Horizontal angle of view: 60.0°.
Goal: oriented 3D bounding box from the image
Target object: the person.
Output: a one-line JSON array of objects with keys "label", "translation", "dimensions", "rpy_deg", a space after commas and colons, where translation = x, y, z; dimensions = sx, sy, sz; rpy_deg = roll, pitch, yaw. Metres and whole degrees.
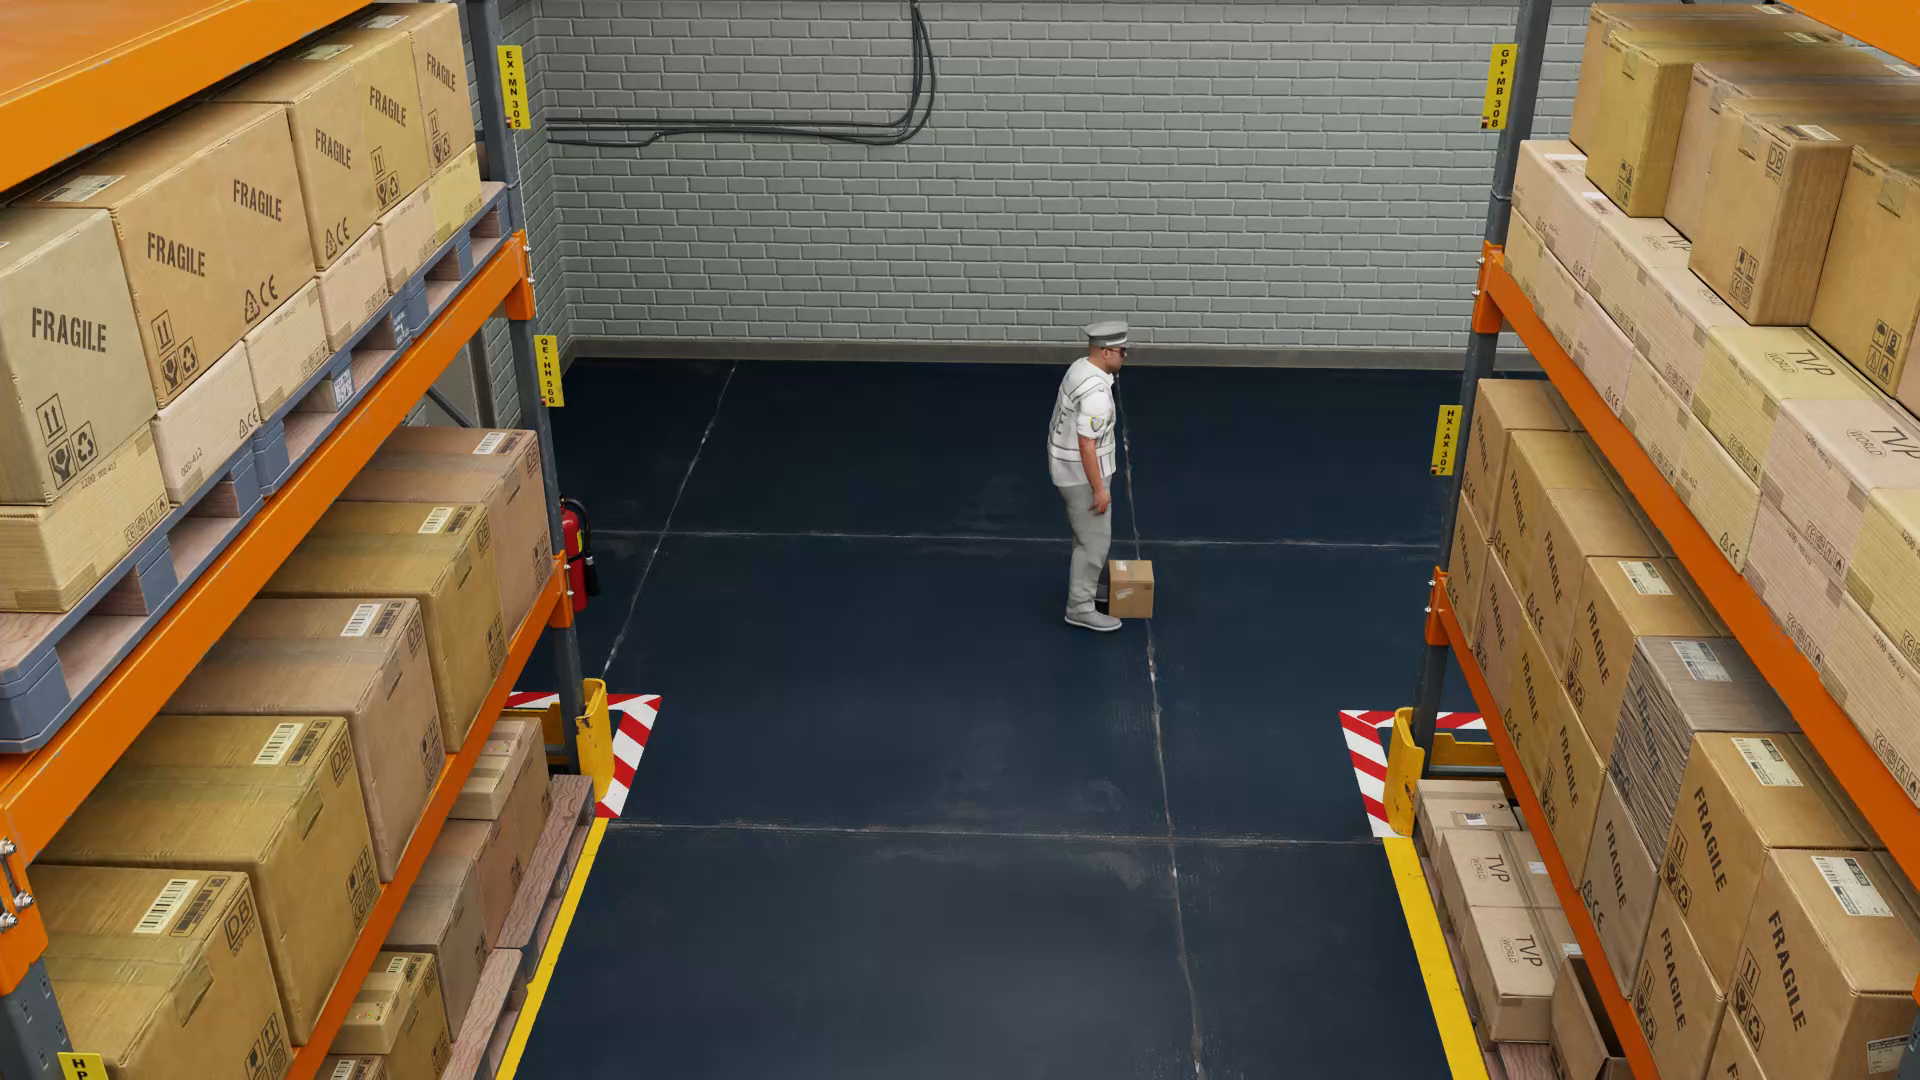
[{"label": "person", "translation": [0.733, -0.380, 9.335], "dimensions": [0.480, 1.747, 0.601], "rpy_deg": [-1, 28, -1]}]
